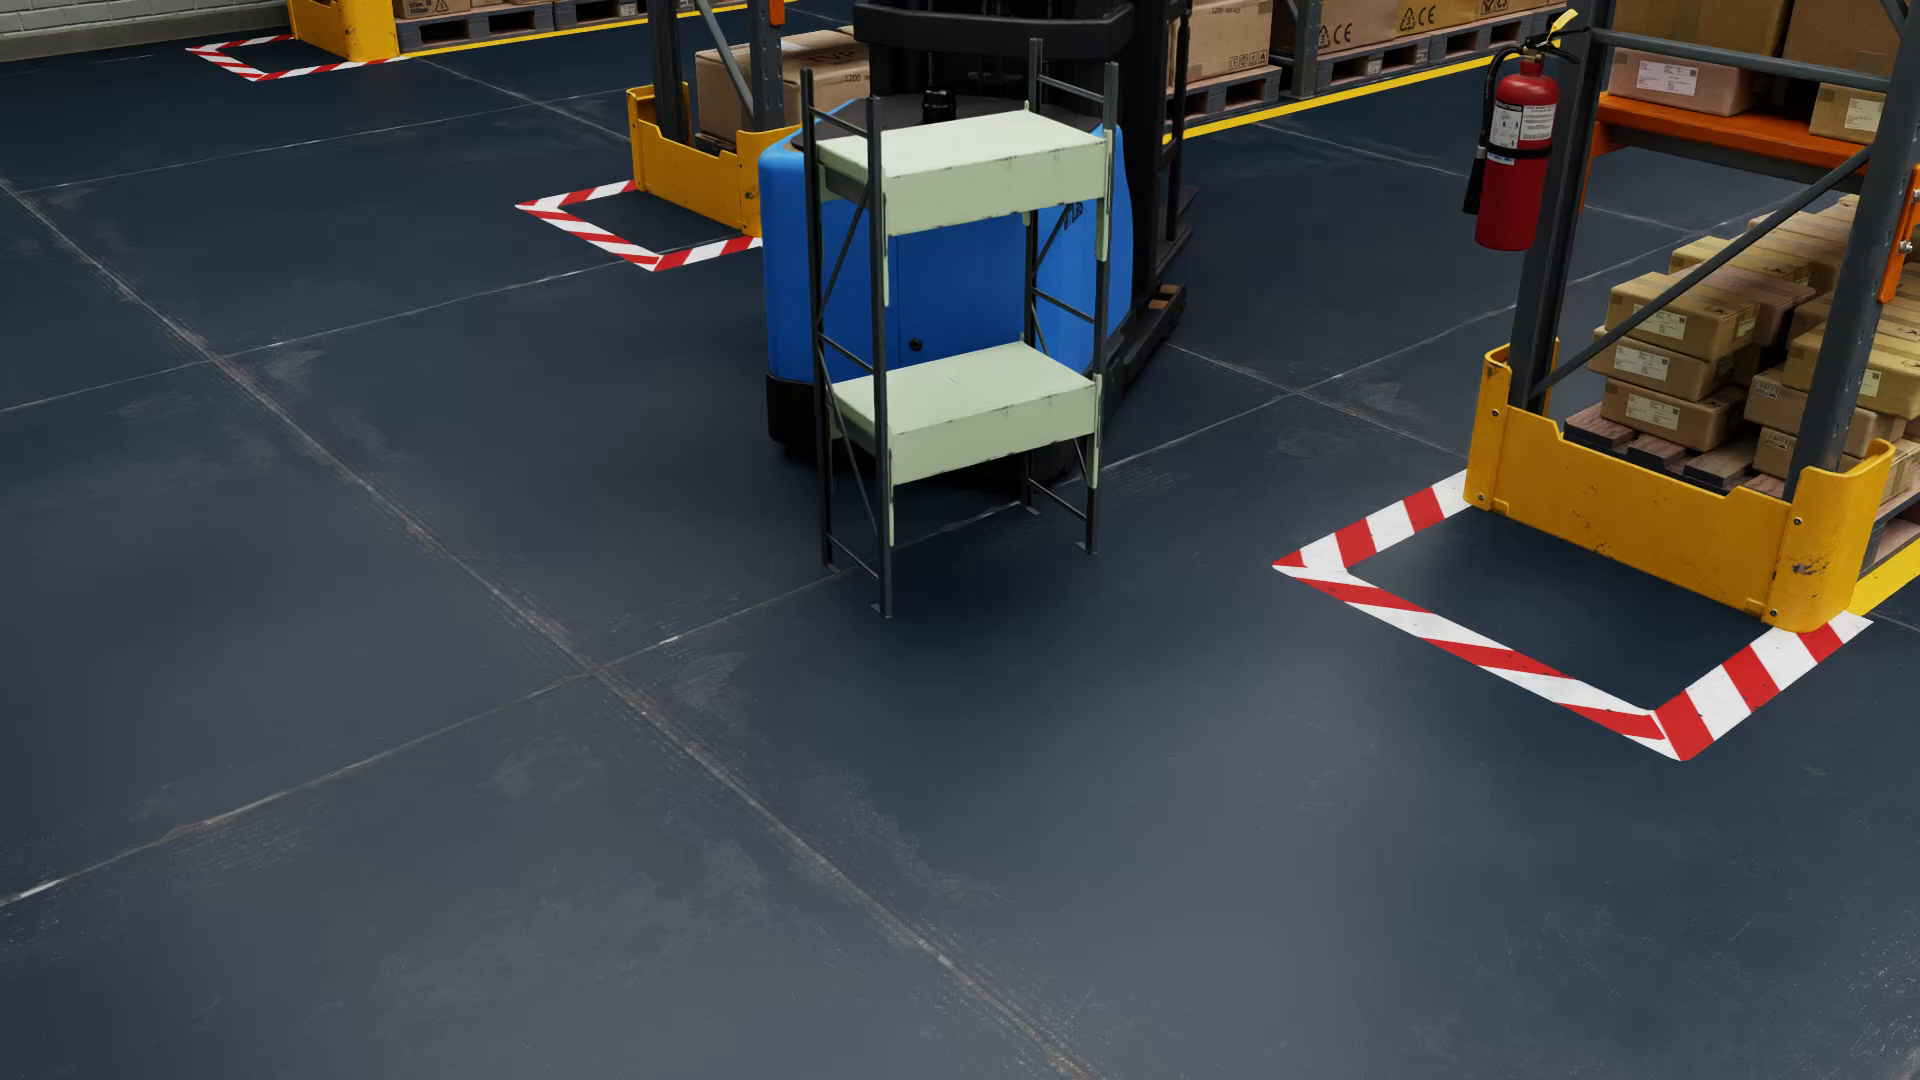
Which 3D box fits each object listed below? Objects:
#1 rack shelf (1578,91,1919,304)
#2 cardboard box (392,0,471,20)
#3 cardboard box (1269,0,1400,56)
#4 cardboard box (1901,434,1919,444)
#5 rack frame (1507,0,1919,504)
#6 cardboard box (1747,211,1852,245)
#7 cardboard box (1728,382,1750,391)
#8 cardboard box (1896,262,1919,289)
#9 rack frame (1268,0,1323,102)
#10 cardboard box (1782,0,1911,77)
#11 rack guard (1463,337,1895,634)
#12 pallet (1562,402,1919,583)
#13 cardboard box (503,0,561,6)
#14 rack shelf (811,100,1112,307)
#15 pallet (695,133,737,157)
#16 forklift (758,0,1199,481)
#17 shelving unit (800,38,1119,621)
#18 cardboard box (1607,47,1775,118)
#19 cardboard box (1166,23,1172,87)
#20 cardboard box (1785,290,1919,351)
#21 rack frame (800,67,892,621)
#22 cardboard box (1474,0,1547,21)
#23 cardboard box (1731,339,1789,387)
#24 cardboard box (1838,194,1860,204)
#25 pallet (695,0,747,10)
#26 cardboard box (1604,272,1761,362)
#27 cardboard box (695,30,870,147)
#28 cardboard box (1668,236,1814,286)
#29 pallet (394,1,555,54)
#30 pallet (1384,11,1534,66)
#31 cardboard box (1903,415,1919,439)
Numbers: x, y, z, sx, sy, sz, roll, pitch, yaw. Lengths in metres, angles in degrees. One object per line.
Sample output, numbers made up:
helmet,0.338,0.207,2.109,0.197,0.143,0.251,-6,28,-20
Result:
rack shelf,3.613,-1.576,5.780,4.000,0.370,1.077,-22,35,-35
cardboard box,-3.896,-4.042,11.833,0.637,0.503,0.797,-24,36,-37
cardboard box,2.264,-3.716,10.829,0.875,0.875,0.875,-21,34,-33
cardboard box,2.844,-0.364,5.329,0.250,0.149,0.380,-22,35,-35
rack frame,2.091,-1.282,4.466,0.127,3.000,1.000,-22,35,-35
cardboard box,3.079,-1.064,6.007,0.250,0.149,0.380,-20,34,-33
cardboard box,2.486,-0.560,5.695,0.250,0.149,0.380,-21,34,-33
cardboard box,3.252,-0.775,5.465,0.250,0.149,0.380,-24,36,-37
rack frame,1.845,-4.249,10.019,0.127,3.000,1.000,-22,35,-35
cardboard box,2.612,-1.495,4.444,0.500,0.500,0.500,-20,34,-33
rack guard,2.149,-0.202,5.098,0.348,0.500,1.175,-22,35,-35
pallet,2.790,-0.311,5.608,1.213,0.211,1.003,-22,35,-35
cardboard box,-3.220,-4.288,12.297,0.500,0.500,0.700,-20,34,-33
rack shelf,0.001,-0.946,4.600,0.720,0.370,0.431,-16,32,-28
pallet,-0.641,-2.068,8.897,1.213,0.211,1.003,-22,35,-35
forklift,0.307,-2.161,6.184,1.130,2.935,3.031,10,30,17
shelving unit,0.001,-0.601,4.784,0.755,1.500,0.431,-16,32,-28
cardboard box,2.156,-1.372,4.901,0.250,0.149,0.380,-22,35,-35
cardboard box,0.617,-2.877,9.724,0.875,0.438,0.875,-23,36,-36
cardboard box,2.842,-0.638,5.209,0.250,0.149,0.380,-21,35,-34
rack frame,-0.311,-0.511,4.615,0.023,1.500,0.400,-16,32,-28
cardboard box,3.627,-4.268,11.863,0.875,0.875,0.875,-21,35,-34
cardboard box,2.542,-0.665,5.576,0.250,0.149,0.380,-23,36,-36
cardboard box,3.532,-1.196,6.253,0.250,0.149,0.380,-22,35,-35
pallet,-1.903,-4.588,13.612,1.213,0.211,1.003,-22,35,-35
cardboard box,2.330,-0.725,5.372,0.250,0.149,0.380,-21,35,-34
cardboard box,-0.761,-2.319,8.679,0.875,0.438,0.875,-23,36,-37
cardboard box,2.673,-0.906,5.710,0.250,0.149,0.380,-23,36,-36
pallet,-3.759,-3.842,12.215,1.213,0.211,1.003,-22,35,-35
pallet,3.311,-3.658,11.870,1.213,0.211,1.003,-22,35,-35
cardboard box,2.902,-0.472,5.215,0.250,0.149,0.380,-22,35,-35
